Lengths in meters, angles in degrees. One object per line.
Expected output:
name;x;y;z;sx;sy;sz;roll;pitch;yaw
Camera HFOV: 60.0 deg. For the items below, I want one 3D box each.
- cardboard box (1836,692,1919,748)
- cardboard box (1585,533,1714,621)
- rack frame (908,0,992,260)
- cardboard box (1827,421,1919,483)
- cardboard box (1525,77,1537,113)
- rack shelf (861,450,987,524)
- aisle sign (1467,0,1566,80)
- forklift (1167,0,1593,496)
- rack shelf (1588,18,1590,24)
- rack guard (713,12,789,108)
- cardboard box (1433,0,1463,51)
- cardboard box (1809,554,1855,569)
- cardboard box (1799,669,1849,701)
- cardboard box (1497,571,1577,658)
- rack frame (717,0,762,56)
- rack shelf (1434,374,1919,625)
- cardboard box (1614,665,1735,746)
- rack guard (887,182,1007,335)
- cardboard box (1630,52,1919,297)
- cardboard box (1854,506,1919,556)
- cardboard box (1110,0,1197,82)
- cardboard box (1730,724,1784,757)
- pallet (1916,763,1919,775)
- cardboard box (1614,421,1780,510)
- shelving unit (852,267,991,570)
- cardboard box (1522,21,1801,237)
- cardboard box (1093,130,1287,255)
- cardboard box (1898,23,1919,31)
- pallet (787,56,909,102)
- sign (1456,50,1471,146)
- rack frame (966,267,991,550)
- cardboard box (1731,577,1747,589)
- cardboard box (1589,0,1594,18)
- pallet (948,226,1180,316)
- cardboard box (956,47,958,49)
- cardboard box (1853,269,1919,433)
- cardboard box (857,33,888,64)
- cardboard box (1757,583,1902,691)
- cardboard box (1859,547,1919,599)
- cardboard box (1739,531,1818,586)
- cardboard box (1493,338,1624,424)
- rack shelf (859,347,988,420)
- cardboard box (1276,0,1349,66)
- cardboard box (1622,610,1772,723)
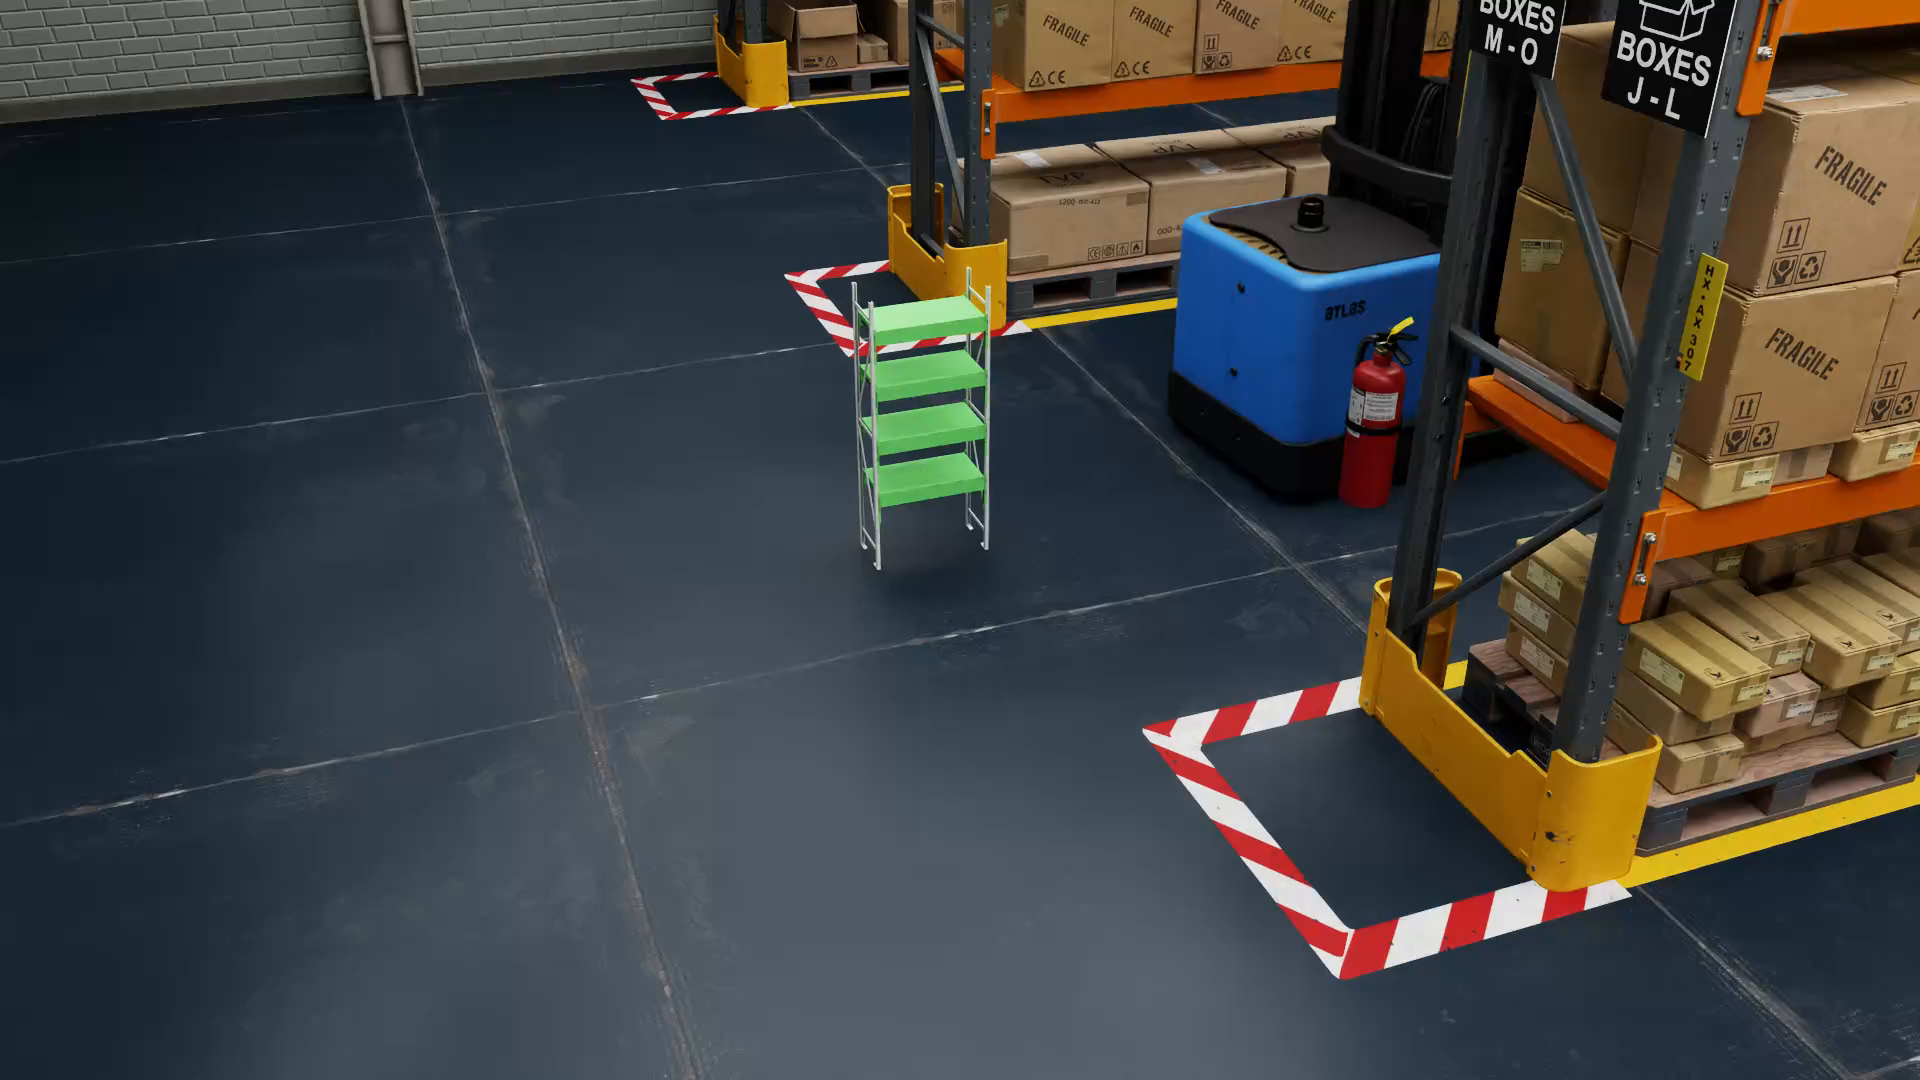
cardboard box;3.084;0.531;5.743;0.250;0.149;0.380;-10;31;-17
cardboard box;2.420;0.111;5.879;0.250;0.149;0.380;-10;31;-17
rack frame;-0.064;-2.740;9.029;0.127;3.000;1.000;-10;31;-18
cardboard box;2.670;-0.340;5.071;0.250;0.149;0.380;-11;32;-19
cardboard box;4.238;-2.834;10.916;0.875;0.875;0.875;-9;31;-16
rack shelf;-0.155;-0.229;7.053;0.480;0.148;0.258;-10;31;-18
aisle sign;1.584;-1.717;4.607;0.004;0.787;0.394;-10;31;-18
forklift;2.574;-1.967;7.741;3.031;2.935;1.130;-14;32;-23
rack shelf;5.559;-3.463;11.025;4.000;0.370;1.077;-10;31;-18
rack guard;-1.727;-3.969;13.712;0.348;0.500;1.175;-10;31;-18
cardboard box;2.859;-3.184;9.707;0.500;0.500;0.500;-11;32;-19
cardboard box;3.119;0.057;6.275;0.250;0.149;0.380;-10;31;-17
cardboard box;2.812;0.391;5.689;0.250;0.149;0.380;-10;31;-17
cardboard box;2.152;0.243;5.949;0.250;0.149;0.380;-11;32;-19
rack frame;-1.798;-5.042;13.070;0.127;3.000;1.000;-10;31;-18
rack shelf;3.631;-0.493;5.812;4.000;0.370;1.077;-10;31;-18
cardboard box;2.337;0.495;5.506;0.250;0.149;0.380;-9;31;-16
rack guard;-0.087;-1.650;9.640;0.348;0.500;1.175;-10;31;-18
cardboard box;2.270;-1.022;4.602;0.500;0.500;0.500;-11;31;-18
cardboard box;3.401;-0.074;6.204;0.250;0.149;0.380;-11;32;-19
cardboard box;0.950;-2.833;9.092;0.500;0.500;0.500;-11;31;-18
cardboard box;2.576;0.570;5.674;0.250;0.149;0.380;-11;31;-18
pallet;3.743;0.405;6.325;1.213;0.211;1.003;-10;31;-18
cardboard box;2.175;-0.255;4.922;0.250;0.149;0.380;-11;31;-18
shelving unit;-0.155;-0.493;6.903;0.503;1.200;0.258;-10;31;-18
cardboard box;2.099;-1.262;5.024;0.500;0.500;0.500;-11;31;-19
cardboard box;1.375;-2.131;10.125;0.875;0.438;0.875;-10;31;-16
cardboard box;3.058;-1.444;5.342;0.500;0.500;0.500;-9;31;-15
pallet;-0.980;-3.982;14.026;1.213;0.211;1.003;-10;31;-18
sign;1.582;-1.362;5.122;0.005;0.325;0.100;-10;31;-18
rack frame;0.074;-0.535;6.977;0.015;1.200;0.240;-10;31;-18
cardboard box;2.638;0.152;6.108;0.250;0.149;0.380;-12;32;-20
cardboard box;4.189;-3.319;10.196;0.500;0.250;0.500;-11;32;-19
pallet;0.658;-1.702;10.025;1.213;0.211;1.003;-10;31;-18
cardboard box;0.153;-4.374;13.999;0.500;0.500;0.500;-10;31;-17
cardboard box;2.767;-0.687;5.024;0.500;0.500;0.500;-10;31;-18
cardboard box;-0.780;-4.103;13.877;0.250;0.149;0.380;-12;32;-20
cardboard box;2.864;0.317;5.518;0.250;0.149;0.380;-11;31;-18
cardboard box;3.330;0.192;5.737;0.250;0.149;0.380;-9;31;-16
cardboard box;2.883;-0.008;6.088;0.250;0.149;0.380;-12;32;-20
cardboard box;1.964;-0.539;5.420;0.250;0.149;0.380;-10;31;-18
rack shelf;-0.155;-0.646;6.816;0.480;0.148;0.258;-10;31;-18
cardboard box;1.897;-3.007;9.396;0.500;0.500;0.500;-9;31;-16
cardboard box;2.366;0.404;5.365;0.250;0.149;0.380;-12;32;-20
